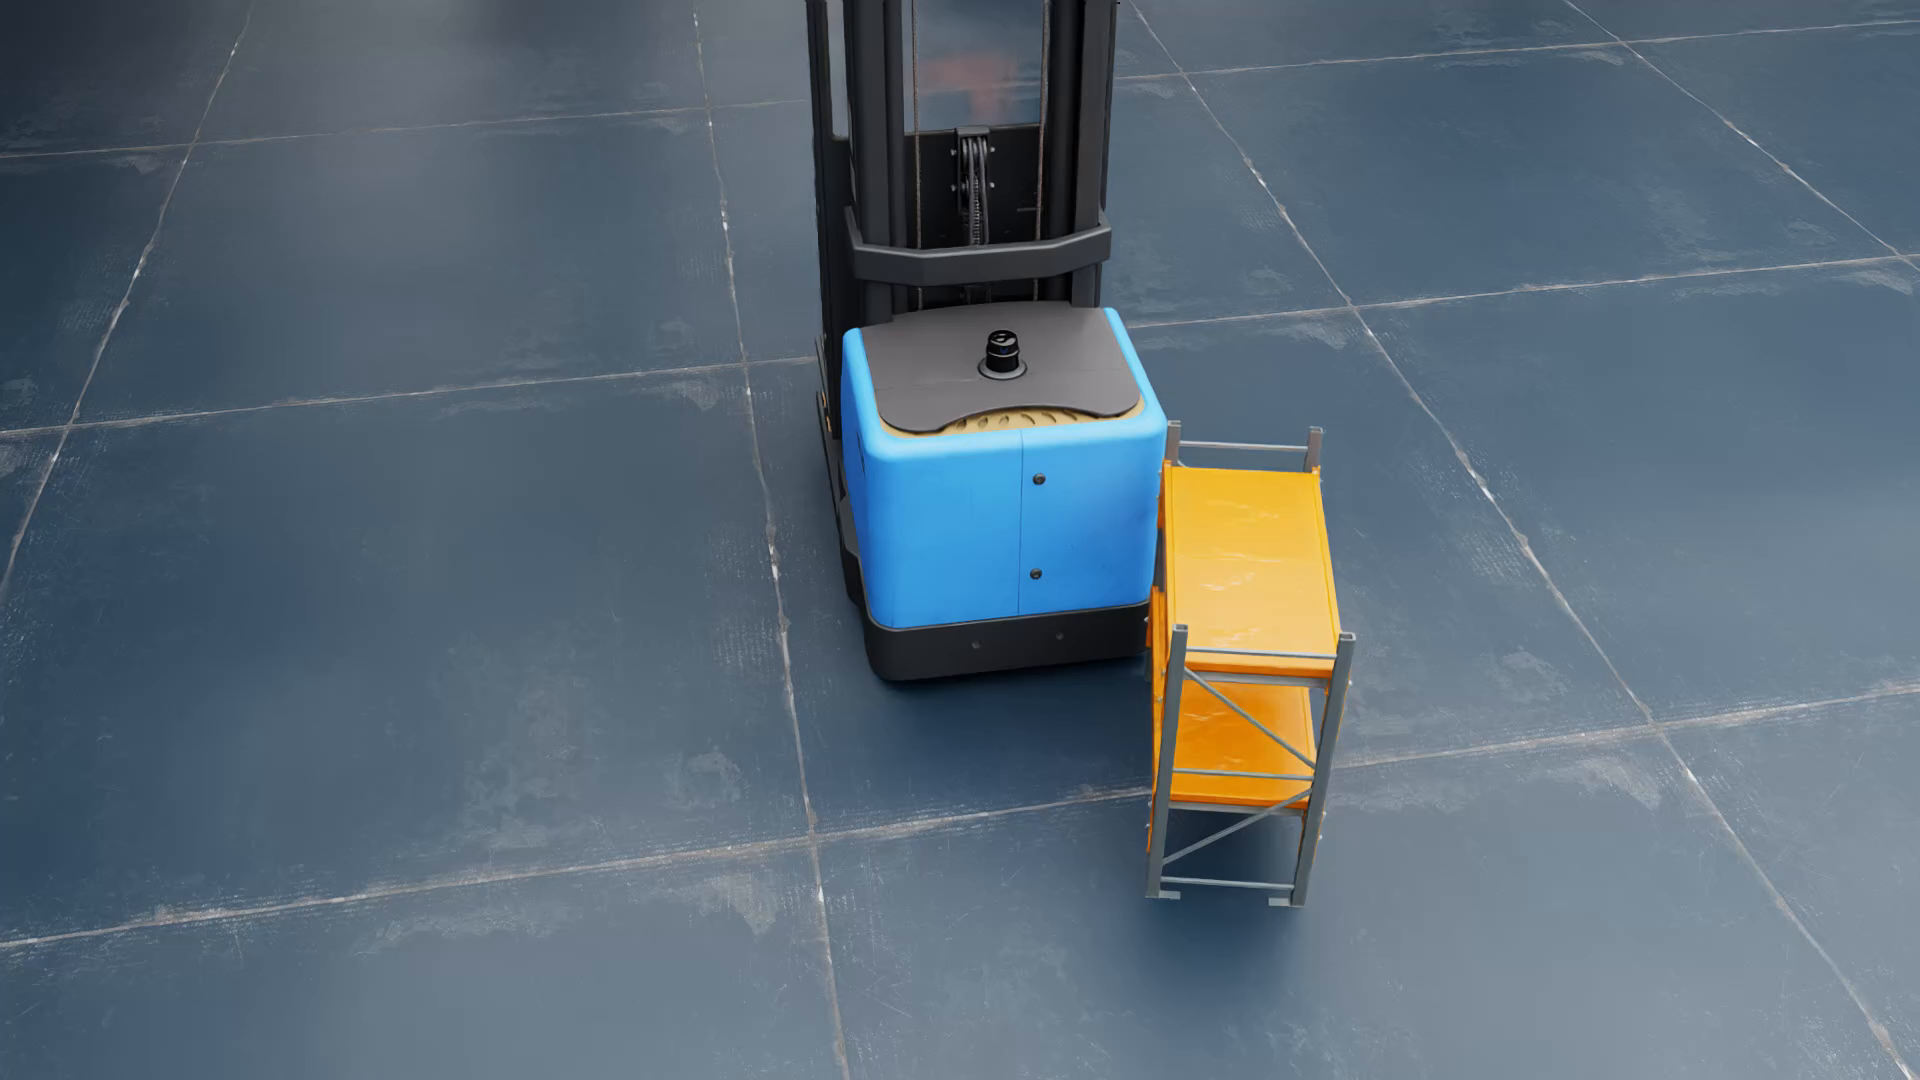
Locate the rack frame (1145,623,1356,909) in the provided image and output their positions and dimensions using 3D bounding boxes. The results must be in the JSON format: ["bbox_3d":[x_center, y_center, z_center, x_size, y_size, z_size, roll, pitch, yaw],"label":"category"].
[{"bbox_3d":[0.839,0.698,4.935,0.500,1.125,0.032,3,38,4],"label":"rack frame"}]

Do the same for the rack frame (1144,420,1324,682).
[{"bbox_3d":[0.925,0.076,5.735,0.500,1.125,0.032,3,38,4],"label":"rack frame"}]

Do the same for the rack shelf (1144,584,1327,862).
[{"bbox_3d":[0.882,0.580,5.485,0.538,0.278,1.000,3,38,4],"label":"rack shelf"}]

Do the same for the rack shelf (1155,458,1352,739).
[{"bbox_3d":[0.882,0.156,5.155,0.538,0.278,1.000,3,38,4],"label":"rack shelf"}]

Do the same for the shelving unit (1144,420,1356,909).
[{"bbox_3d":[0.882,0.387,5.335,0.538,1.125,1.048,3,38,4],"label":"shelving unit"}]

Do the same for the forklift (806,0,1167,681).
[{"bbox_3d":[-0.031,-1.552,6.358,1.130,2.935,3.031,-6,38,-7],"label":"forklift"}]
